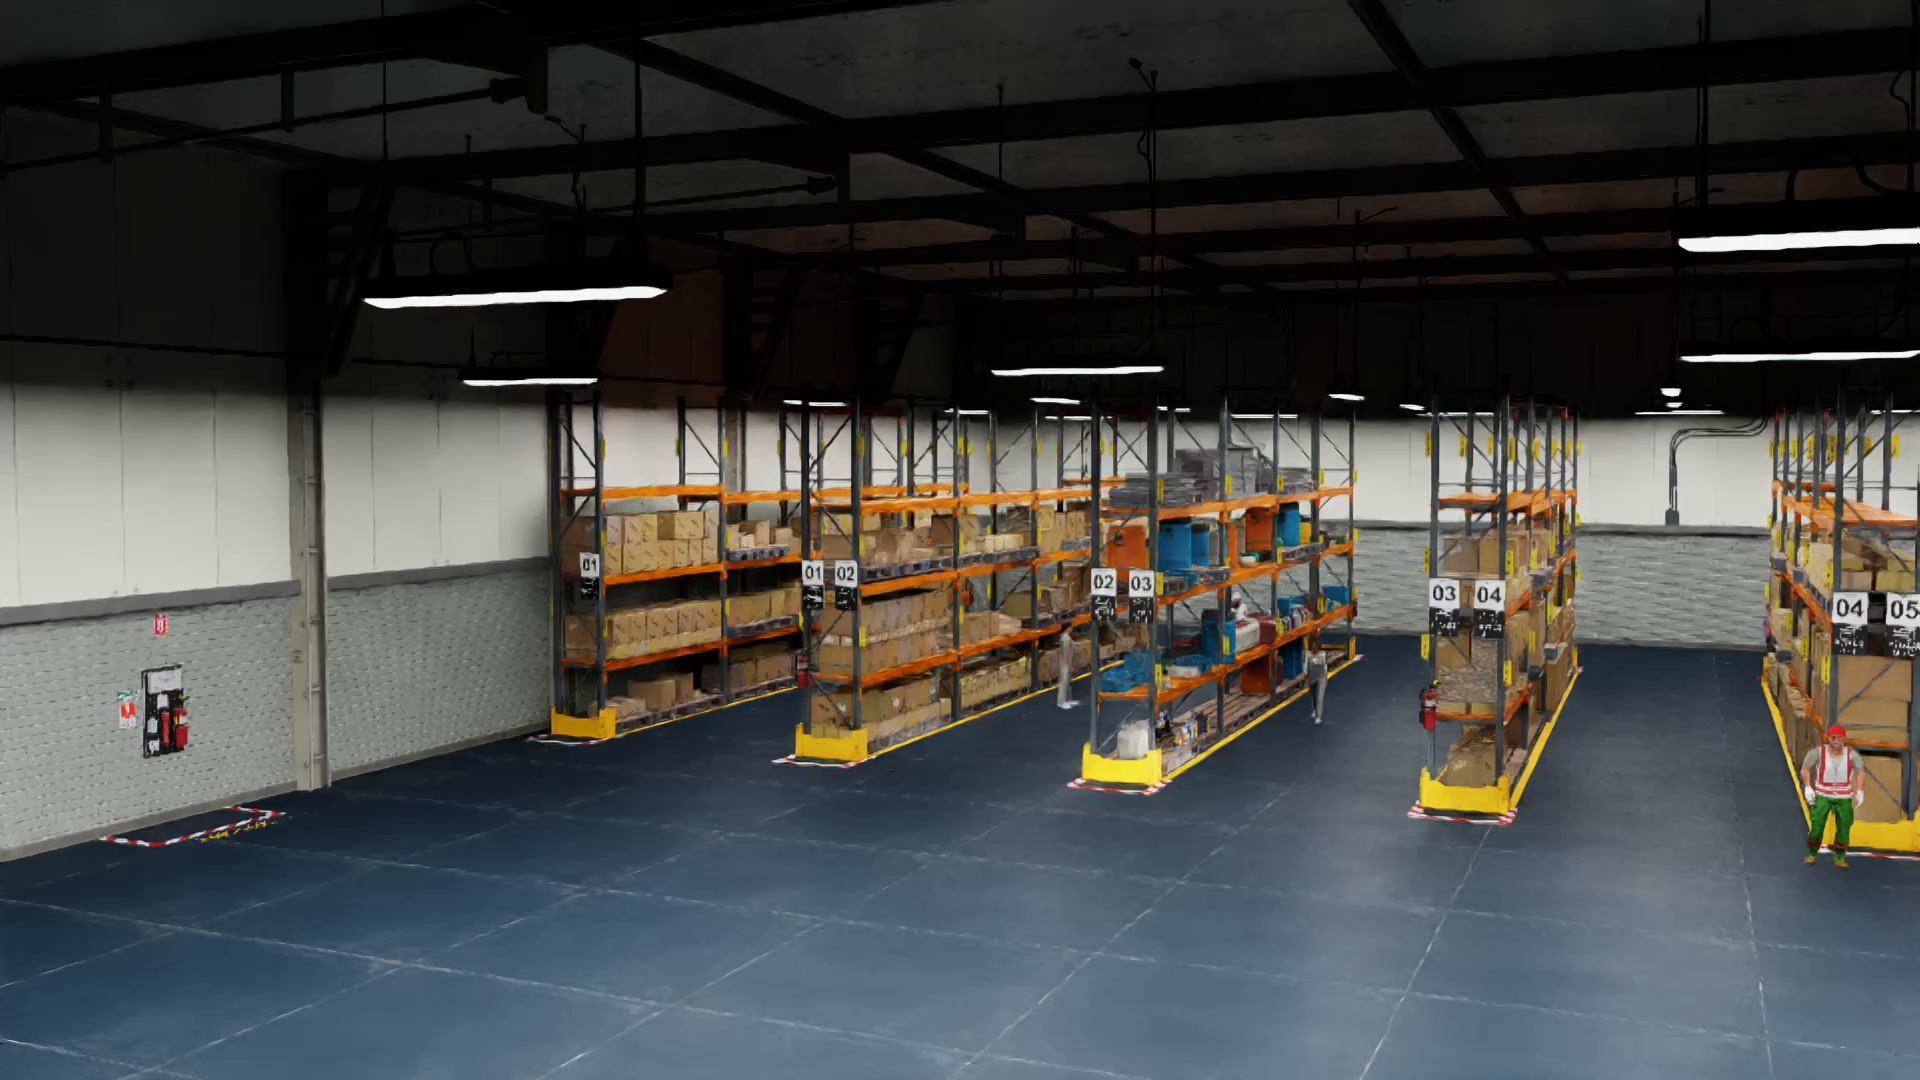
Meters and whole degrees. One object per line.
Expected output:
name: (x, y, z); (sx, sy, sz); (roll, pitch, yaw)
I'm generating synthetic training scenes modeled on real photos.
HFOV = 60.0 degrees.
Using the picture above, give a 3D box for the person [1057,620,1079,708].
person: (2.093, 2.378, 32.060); (0.454, 1.679, 0.537); (0, 3, -1)

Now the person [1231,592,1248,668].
person: (6.335, 2.037, 38.115); (0.542, 1.700, 1.115); (2, 4, 26)

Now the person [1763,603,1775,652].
person: (18.043, 2.166, 36.788); (0.447, 1.590, 0.532); (-1, 3, -9)

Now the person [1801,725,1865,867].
person: (10.393, 3.045, 19.802); (0.677, 1.742, 0.552); (1, 3, 22)

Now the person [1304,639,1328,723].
person: (6.489, 2.555, 30.372); (0.419, 1.500, 1.038); (1, 3, 21)
